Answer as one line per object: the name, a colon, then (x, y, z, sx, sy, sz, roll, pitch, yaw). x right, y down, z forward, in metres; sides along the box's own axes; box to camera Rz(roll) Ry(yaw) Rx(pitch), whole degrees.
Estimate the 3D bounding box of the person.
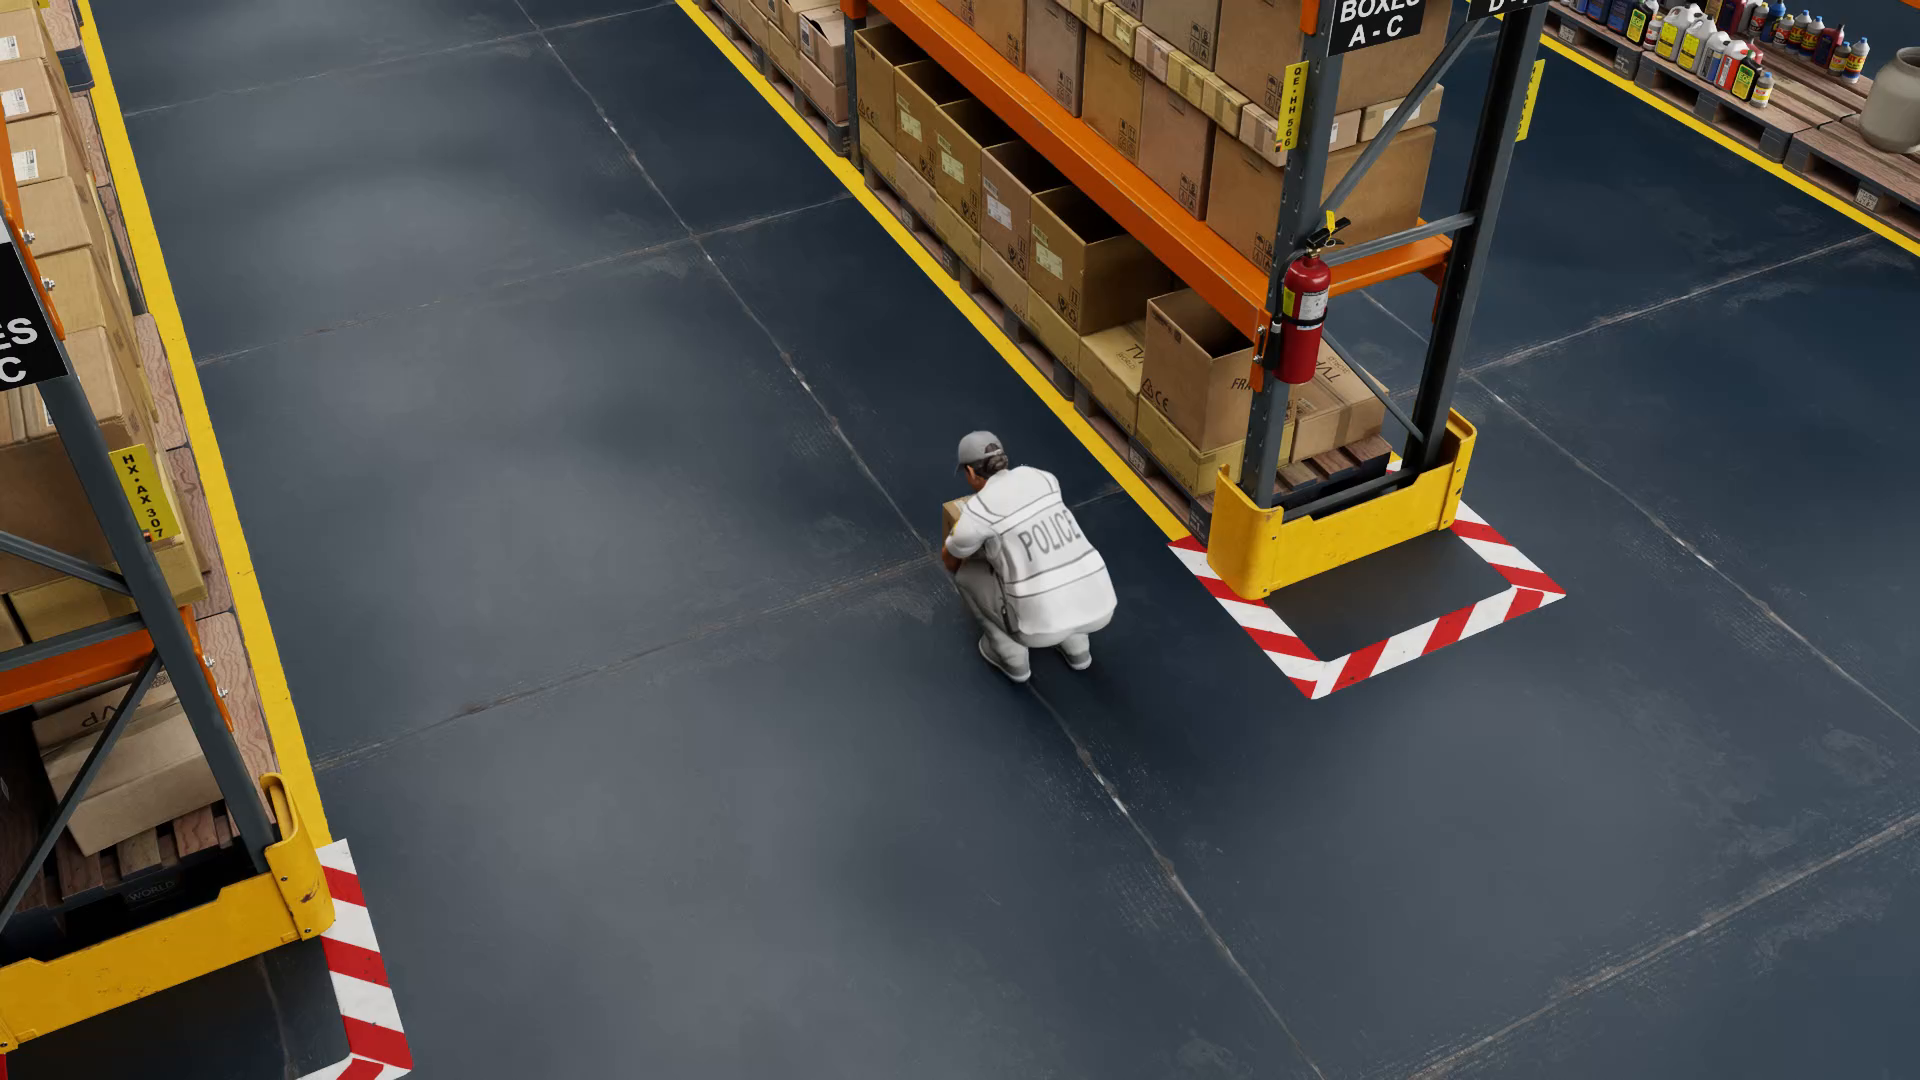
person: (0.245, 0.089, 6.621, 0.515, 0.930, 0.852, -19, 45, -20)
